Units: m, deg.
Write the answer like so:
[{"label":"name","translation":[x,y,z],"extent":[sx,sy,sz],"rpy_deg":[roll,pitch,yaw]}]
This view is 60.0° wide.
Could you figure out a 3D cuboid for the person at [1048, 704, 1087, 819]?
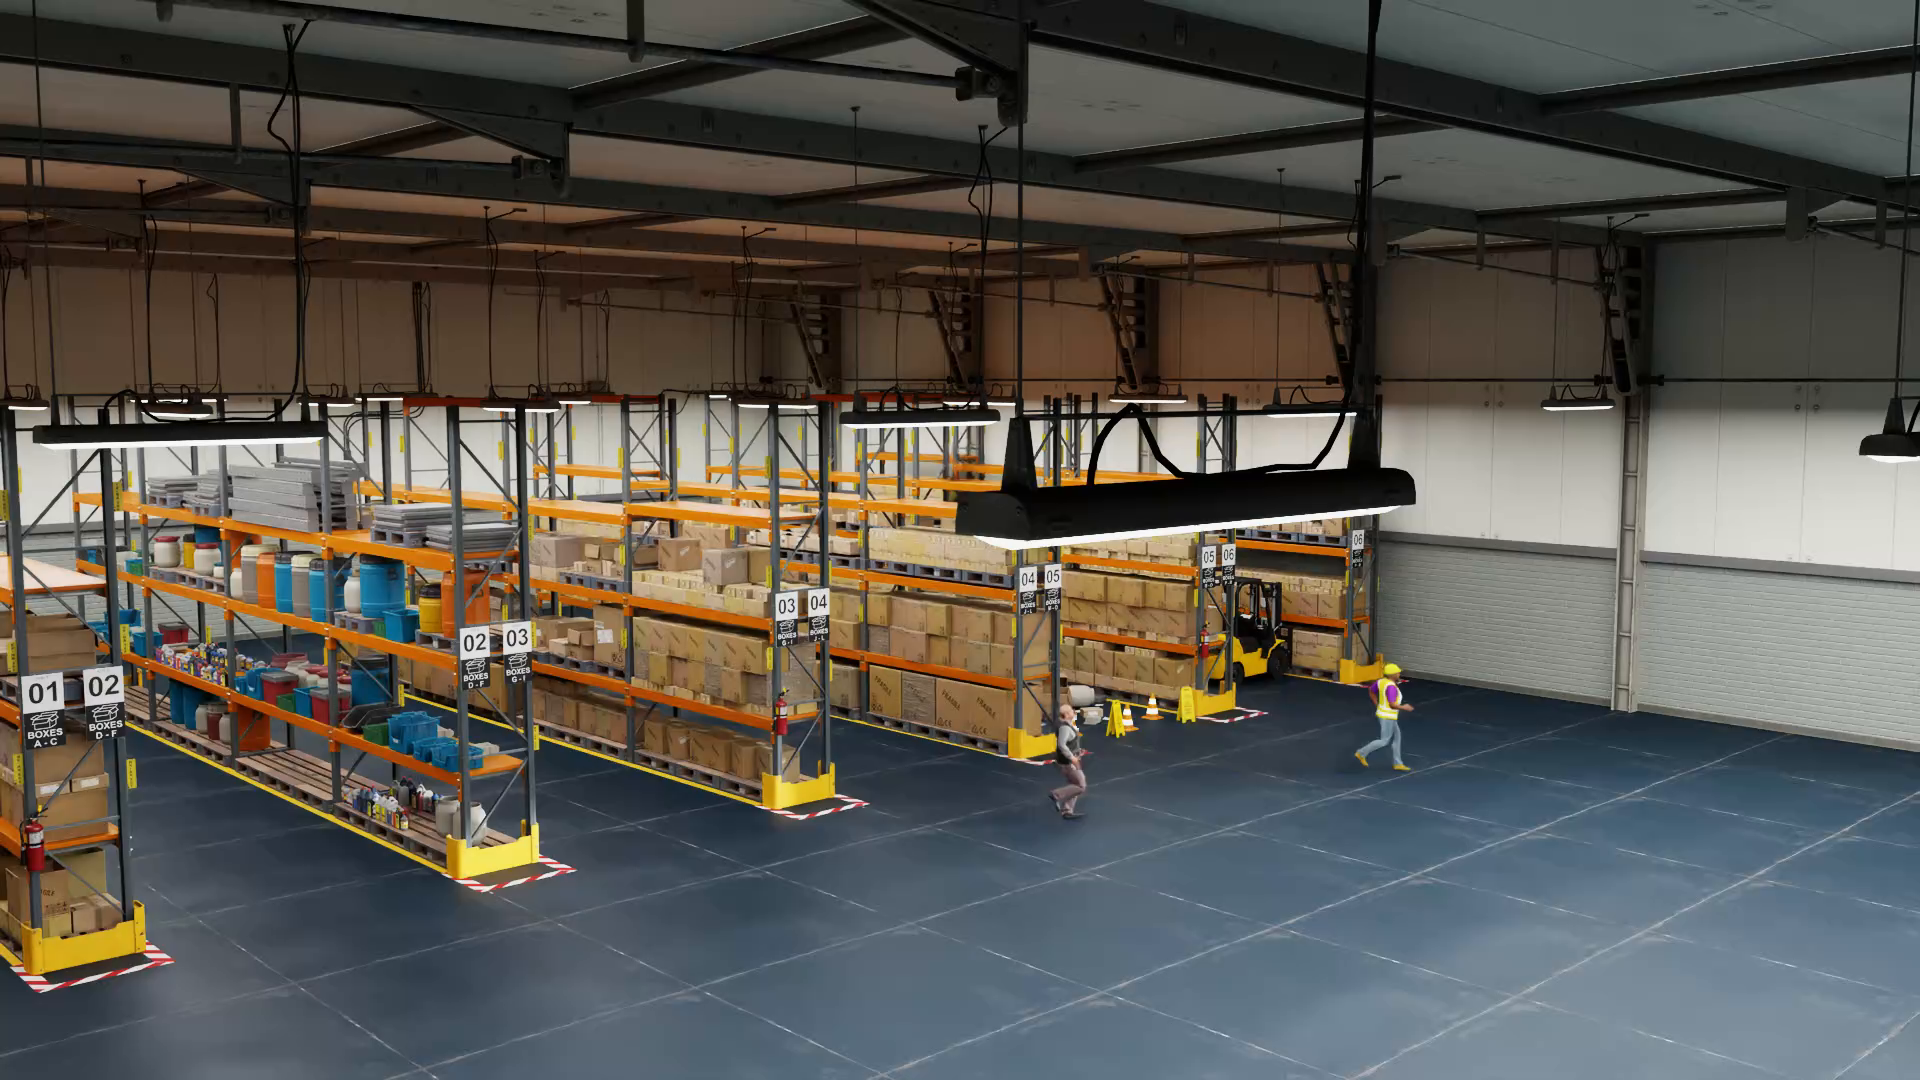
[{"label":"person","translation":[1.544,3.196,23.948],"extent":[0.573,1.674,0.673],"rpy_deg":[-1,6,-5]}]

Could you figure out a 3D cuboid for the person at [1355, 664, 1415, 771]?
[{"label":"person","translation":[6.831,2.865,26.780],"extent":[0.957,1.755,0.682],"rpy_deg":[0,6,0]}]
